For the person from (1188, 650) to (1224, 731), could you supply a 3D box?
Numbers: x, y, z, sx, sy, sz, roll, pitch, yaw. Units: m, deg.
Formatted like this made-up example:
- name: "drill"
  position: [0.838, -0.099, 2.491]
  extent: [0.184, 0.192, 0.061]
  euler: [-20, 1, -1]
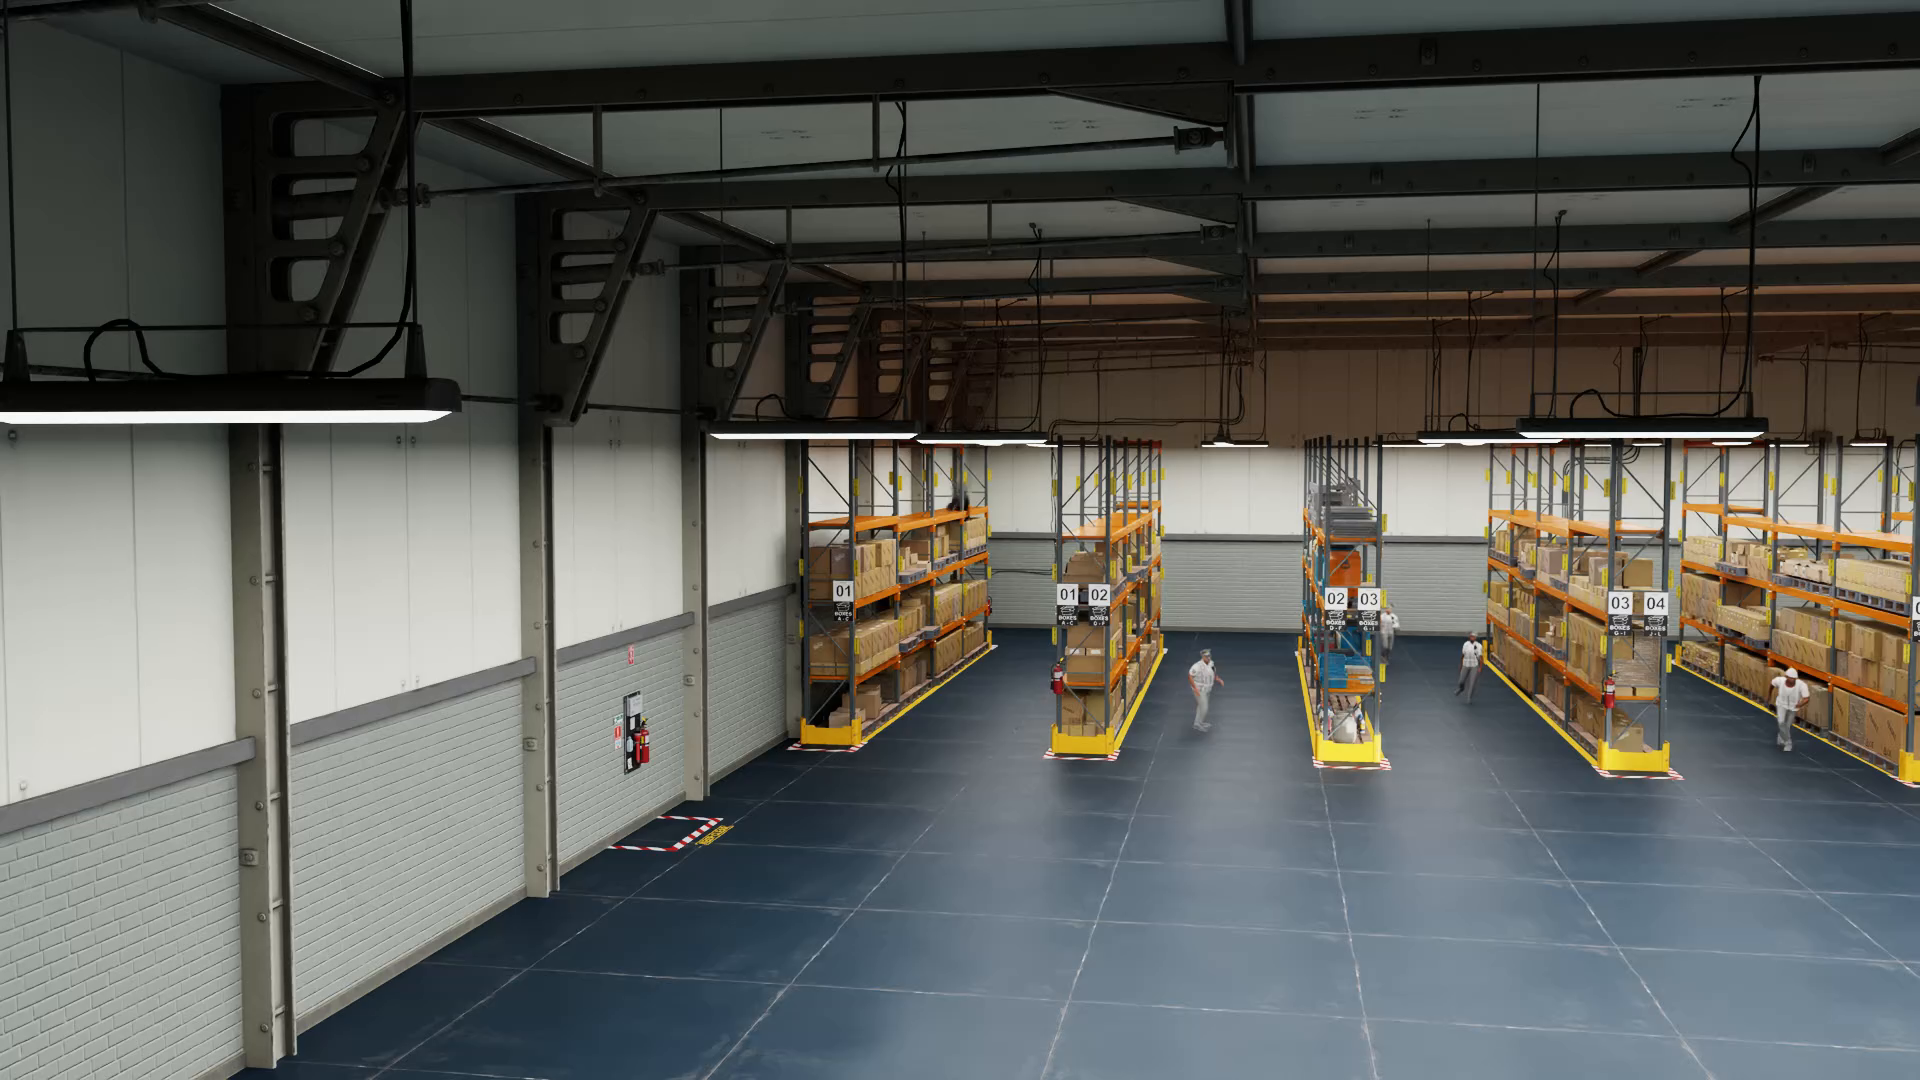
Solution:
- name: "person"
  position: [5.010, 3.063, 34.017]
  extent: [0.813, 1.707, 0.718]
  euler: [3, 4, 44]

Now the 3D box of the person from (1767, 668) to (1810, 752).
- name: "person"
  position: [15.780, 3.189, 31.706]
  extent: [0.714, 1.590, 1.081]
  euler: [1, 3, 22]

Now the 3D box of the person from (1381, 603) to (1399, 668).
- name: "person"
  position: [11.267, 2.513, 43.791]
  extent: [0.553, 1.718, 0.694]
  euler: [0, 3, 0]

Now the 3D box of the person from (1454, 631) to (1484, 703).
- name: "person"
  position: [11.531, 2.857, 37.696]
  extent: [0.695, 1.646, 0.538]
  euler: [2, 4, 30]
